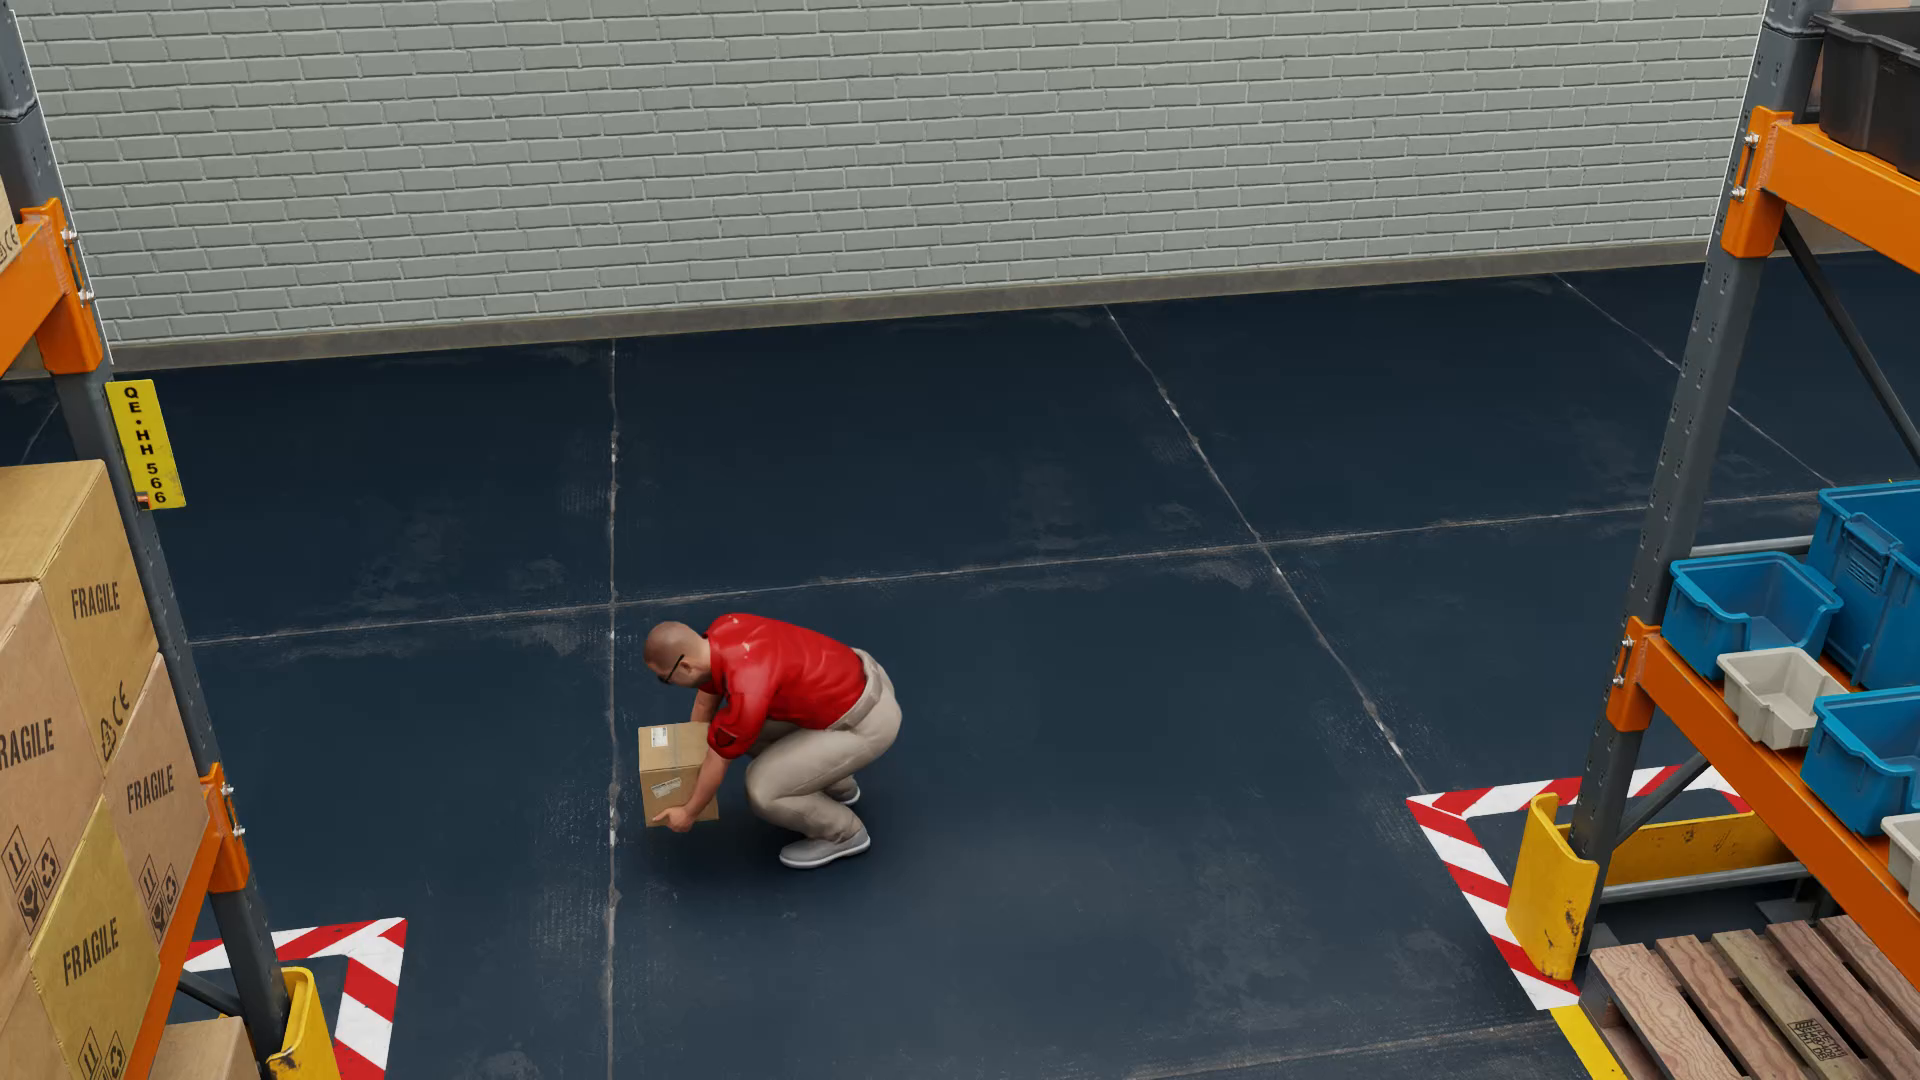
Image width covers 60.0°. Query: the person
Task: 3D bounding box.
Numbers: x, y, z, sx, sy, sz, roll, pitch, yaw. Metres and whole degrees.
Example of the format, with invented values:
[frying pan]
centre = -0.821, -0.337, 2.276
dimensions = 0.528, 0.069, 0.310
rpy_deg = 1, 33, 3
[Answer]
[person]
centre = -0.618, 0.649, 5.801
dimensions = 0.823, 0.856, 0.527
rpy_deg = -6, 31, -10
